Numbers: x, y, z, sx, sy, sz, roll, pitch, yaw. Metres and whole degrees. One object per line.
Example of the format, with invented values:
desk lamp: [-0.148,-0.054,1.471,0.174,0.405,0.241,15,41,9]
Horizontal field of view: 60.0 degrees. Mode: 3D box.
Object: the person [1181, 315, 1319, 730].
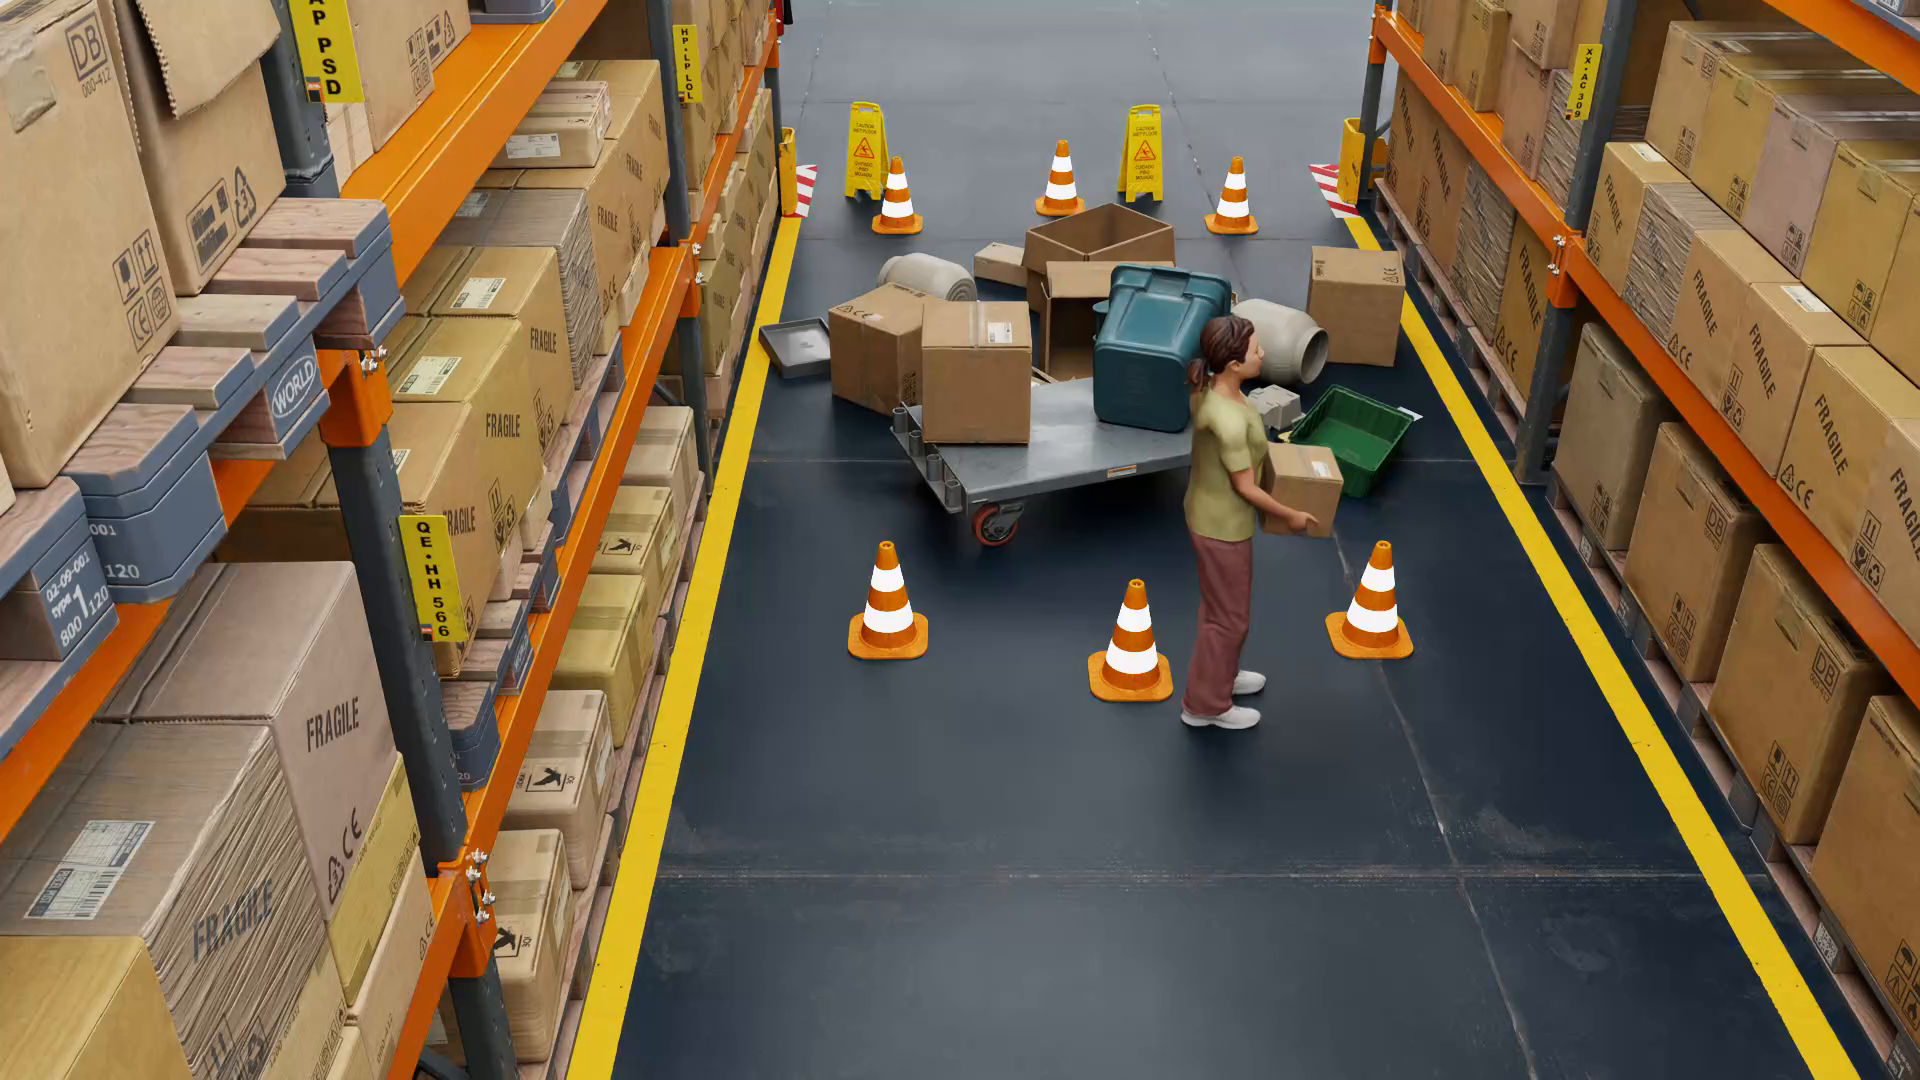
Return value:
person: [1.051,-0.063,6.239,0.523,1.672,0.452,0,32,-1]
